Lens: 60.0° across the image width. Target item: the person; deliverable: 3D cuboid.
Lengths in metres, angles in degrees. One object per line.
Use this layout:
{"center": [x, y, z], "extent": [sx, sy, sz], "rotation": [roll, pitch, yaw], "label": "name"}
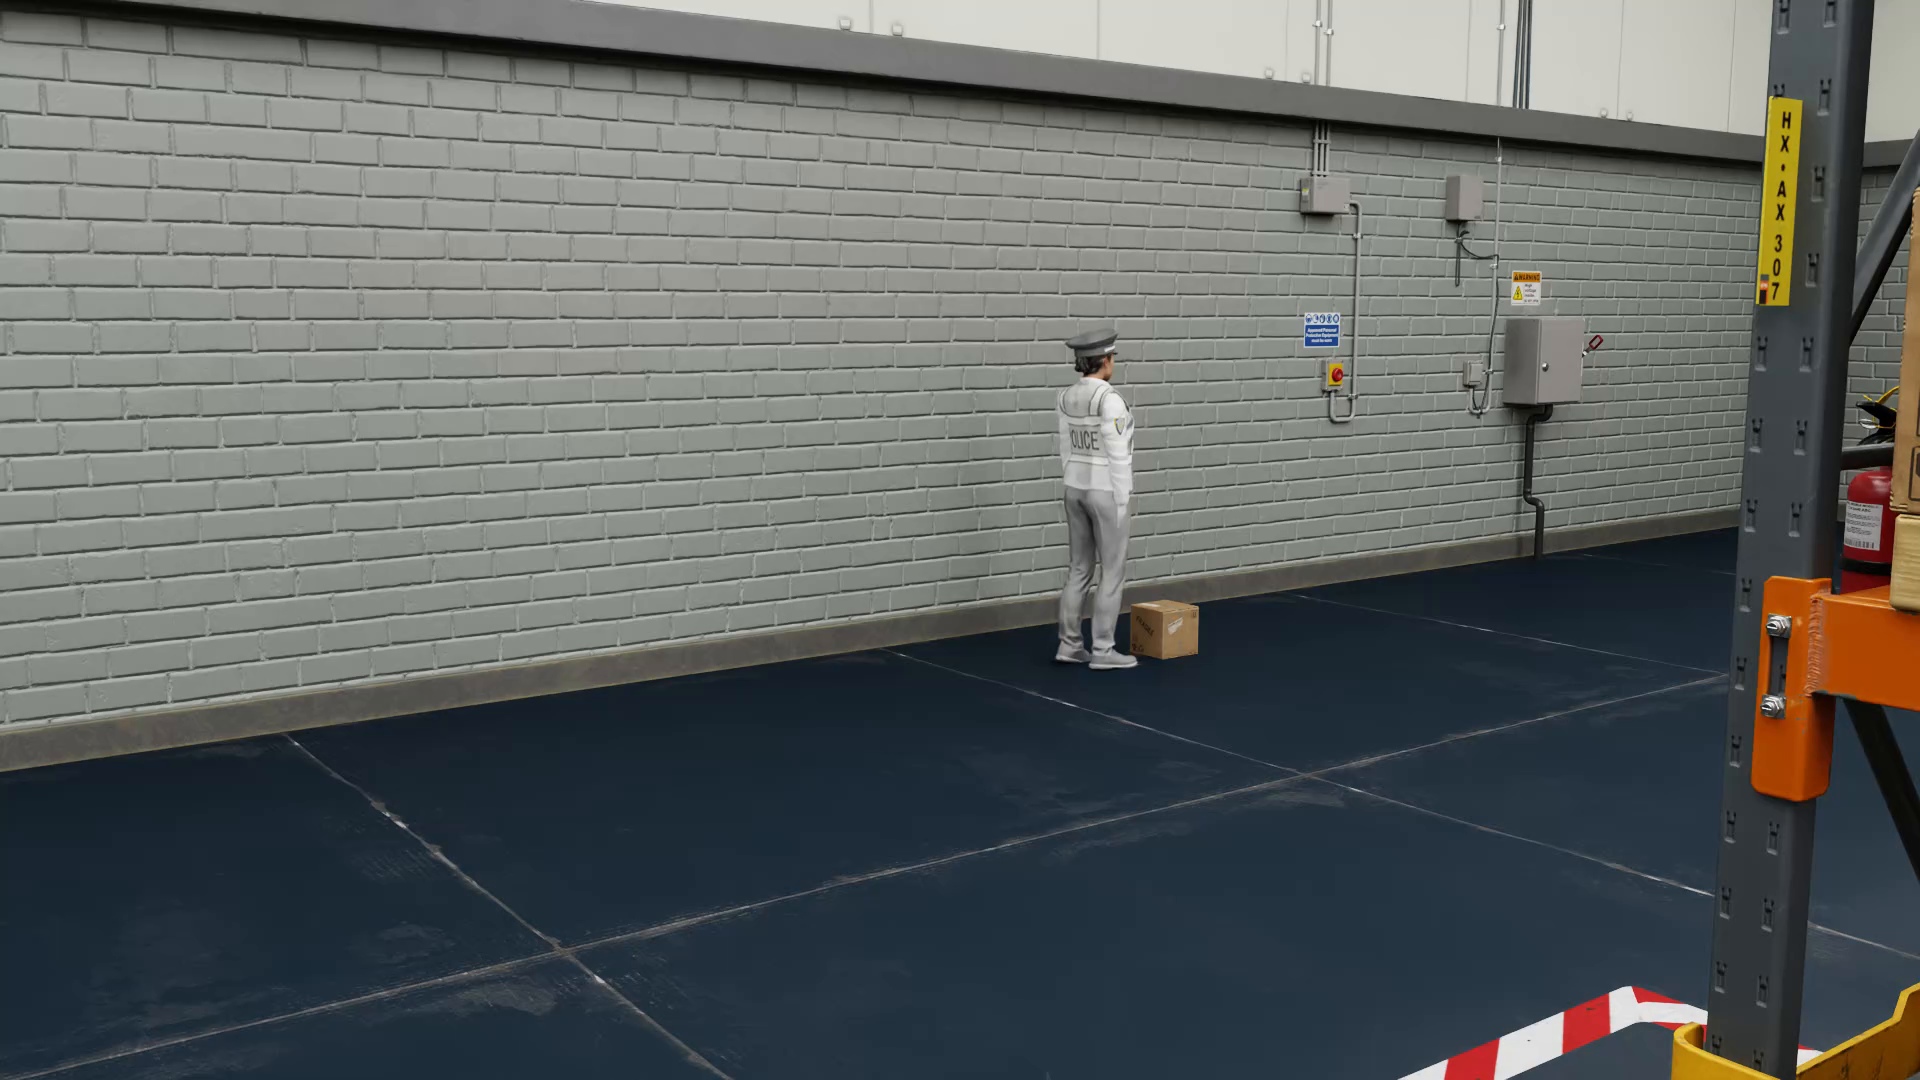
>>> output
{"center": [0.680, -0.193, 8.252], "extent": [0.338, 1.703, 0.467], "rotation": [-5, 10, -34], "label": "person"}
